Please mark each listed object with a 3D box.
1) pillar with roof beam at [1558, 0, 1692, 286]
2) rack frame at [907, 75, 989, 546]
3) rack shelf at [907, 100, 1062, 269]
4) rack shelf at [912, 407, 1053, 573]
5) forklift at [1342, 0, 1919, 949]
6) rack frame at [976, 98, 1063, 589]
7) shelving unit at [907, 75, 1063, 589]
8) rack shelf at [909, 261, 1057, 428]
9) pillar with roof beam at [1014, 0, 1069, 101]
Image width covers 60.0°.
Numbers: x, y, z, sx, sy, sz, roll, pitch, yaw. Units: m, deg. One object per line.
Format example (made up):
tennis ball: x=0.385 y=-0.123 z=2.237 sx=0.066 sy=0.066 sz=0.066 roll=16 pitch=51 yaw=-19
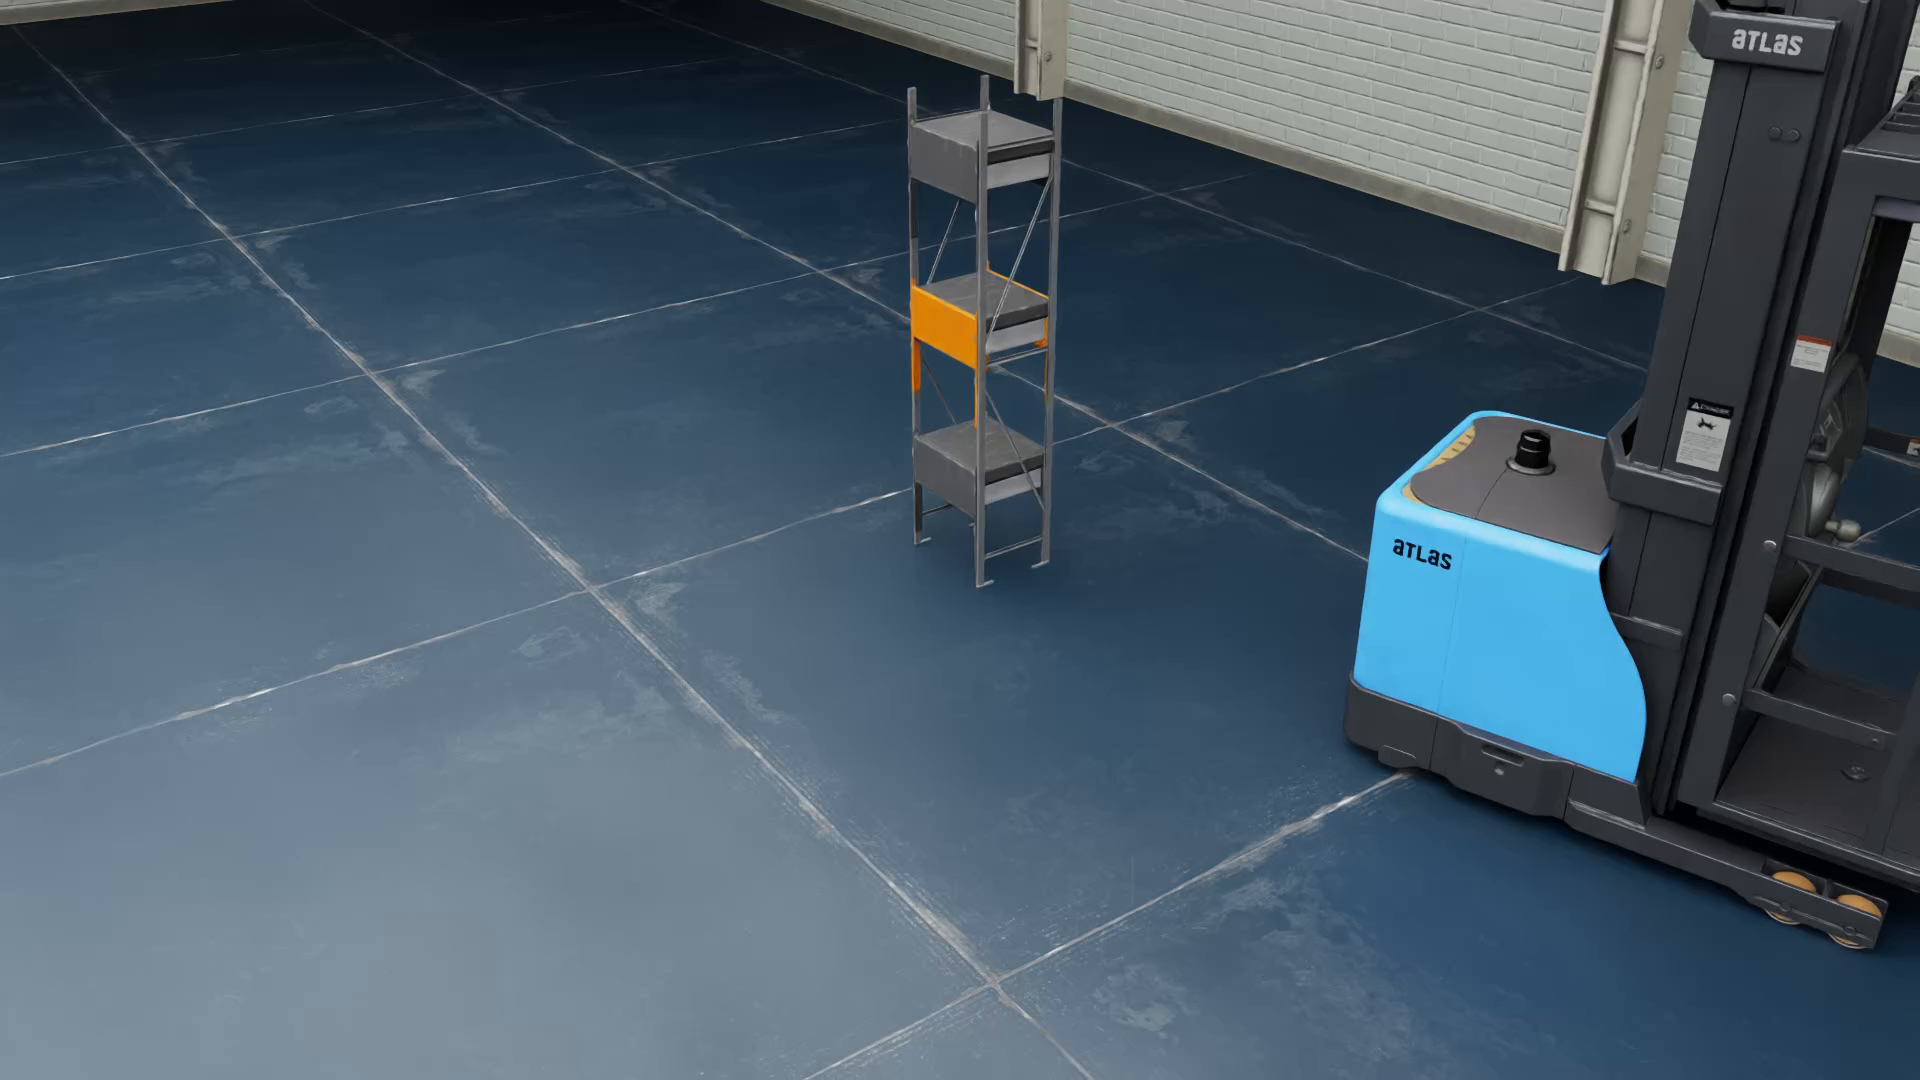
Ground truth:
pillar with roof beam: x=0.708 y=-4.532 z=6.666 sx=9.100 sy=9.000 sz=0.400 roll=-19 pitch=34 yaw=-31
rack frame: x=-0.046 y=-0.953 z=7.305 sx=0.400 sy=2.100 sz=0.015 roll=-19 pitch=34 yaw=-31
rack shelf: x=0.096 y=-1.461 z=6.803 sx=0.431 sy=0.518 sz=0.480 roll=-19 pitch=34 yaw=-31
rack shelf: x=0.096 y=-0.231 z=7.471 sx=0.431 sy=0.518 sz=0.480 roll=-19 pitch=34 yaw=-31
forklift: x=2.934 y=-0.267 z=5.171 sx=3.031 sy=2.935 sz=1.130 roll=19 pitch=34 yaw=31
rack frame: x=0.238 y=-0.763 z=6.956 sx=0.400 sy=2.100 sz=0.015 roll=-19 pitch=34 yaw=-31
shelving unit: x=0.096 y=-0.858 z=7.130 sx=0.431 sy=2.100 sz=0.503 roll=-19 pitch=34 yaw=-31
rack shelf: x=0.096 y=-0.846 z=7.137 sx=0.431 sy=0.518 sz=0.480 roll=-19 pitch=34 yaw=-31
pillar with roof beam: x=-2.773 y=-6.864 z=10.961 sx=9.100 sy=9.000 sz=0.400 roll=-19 pitch=34 yaw=-31
